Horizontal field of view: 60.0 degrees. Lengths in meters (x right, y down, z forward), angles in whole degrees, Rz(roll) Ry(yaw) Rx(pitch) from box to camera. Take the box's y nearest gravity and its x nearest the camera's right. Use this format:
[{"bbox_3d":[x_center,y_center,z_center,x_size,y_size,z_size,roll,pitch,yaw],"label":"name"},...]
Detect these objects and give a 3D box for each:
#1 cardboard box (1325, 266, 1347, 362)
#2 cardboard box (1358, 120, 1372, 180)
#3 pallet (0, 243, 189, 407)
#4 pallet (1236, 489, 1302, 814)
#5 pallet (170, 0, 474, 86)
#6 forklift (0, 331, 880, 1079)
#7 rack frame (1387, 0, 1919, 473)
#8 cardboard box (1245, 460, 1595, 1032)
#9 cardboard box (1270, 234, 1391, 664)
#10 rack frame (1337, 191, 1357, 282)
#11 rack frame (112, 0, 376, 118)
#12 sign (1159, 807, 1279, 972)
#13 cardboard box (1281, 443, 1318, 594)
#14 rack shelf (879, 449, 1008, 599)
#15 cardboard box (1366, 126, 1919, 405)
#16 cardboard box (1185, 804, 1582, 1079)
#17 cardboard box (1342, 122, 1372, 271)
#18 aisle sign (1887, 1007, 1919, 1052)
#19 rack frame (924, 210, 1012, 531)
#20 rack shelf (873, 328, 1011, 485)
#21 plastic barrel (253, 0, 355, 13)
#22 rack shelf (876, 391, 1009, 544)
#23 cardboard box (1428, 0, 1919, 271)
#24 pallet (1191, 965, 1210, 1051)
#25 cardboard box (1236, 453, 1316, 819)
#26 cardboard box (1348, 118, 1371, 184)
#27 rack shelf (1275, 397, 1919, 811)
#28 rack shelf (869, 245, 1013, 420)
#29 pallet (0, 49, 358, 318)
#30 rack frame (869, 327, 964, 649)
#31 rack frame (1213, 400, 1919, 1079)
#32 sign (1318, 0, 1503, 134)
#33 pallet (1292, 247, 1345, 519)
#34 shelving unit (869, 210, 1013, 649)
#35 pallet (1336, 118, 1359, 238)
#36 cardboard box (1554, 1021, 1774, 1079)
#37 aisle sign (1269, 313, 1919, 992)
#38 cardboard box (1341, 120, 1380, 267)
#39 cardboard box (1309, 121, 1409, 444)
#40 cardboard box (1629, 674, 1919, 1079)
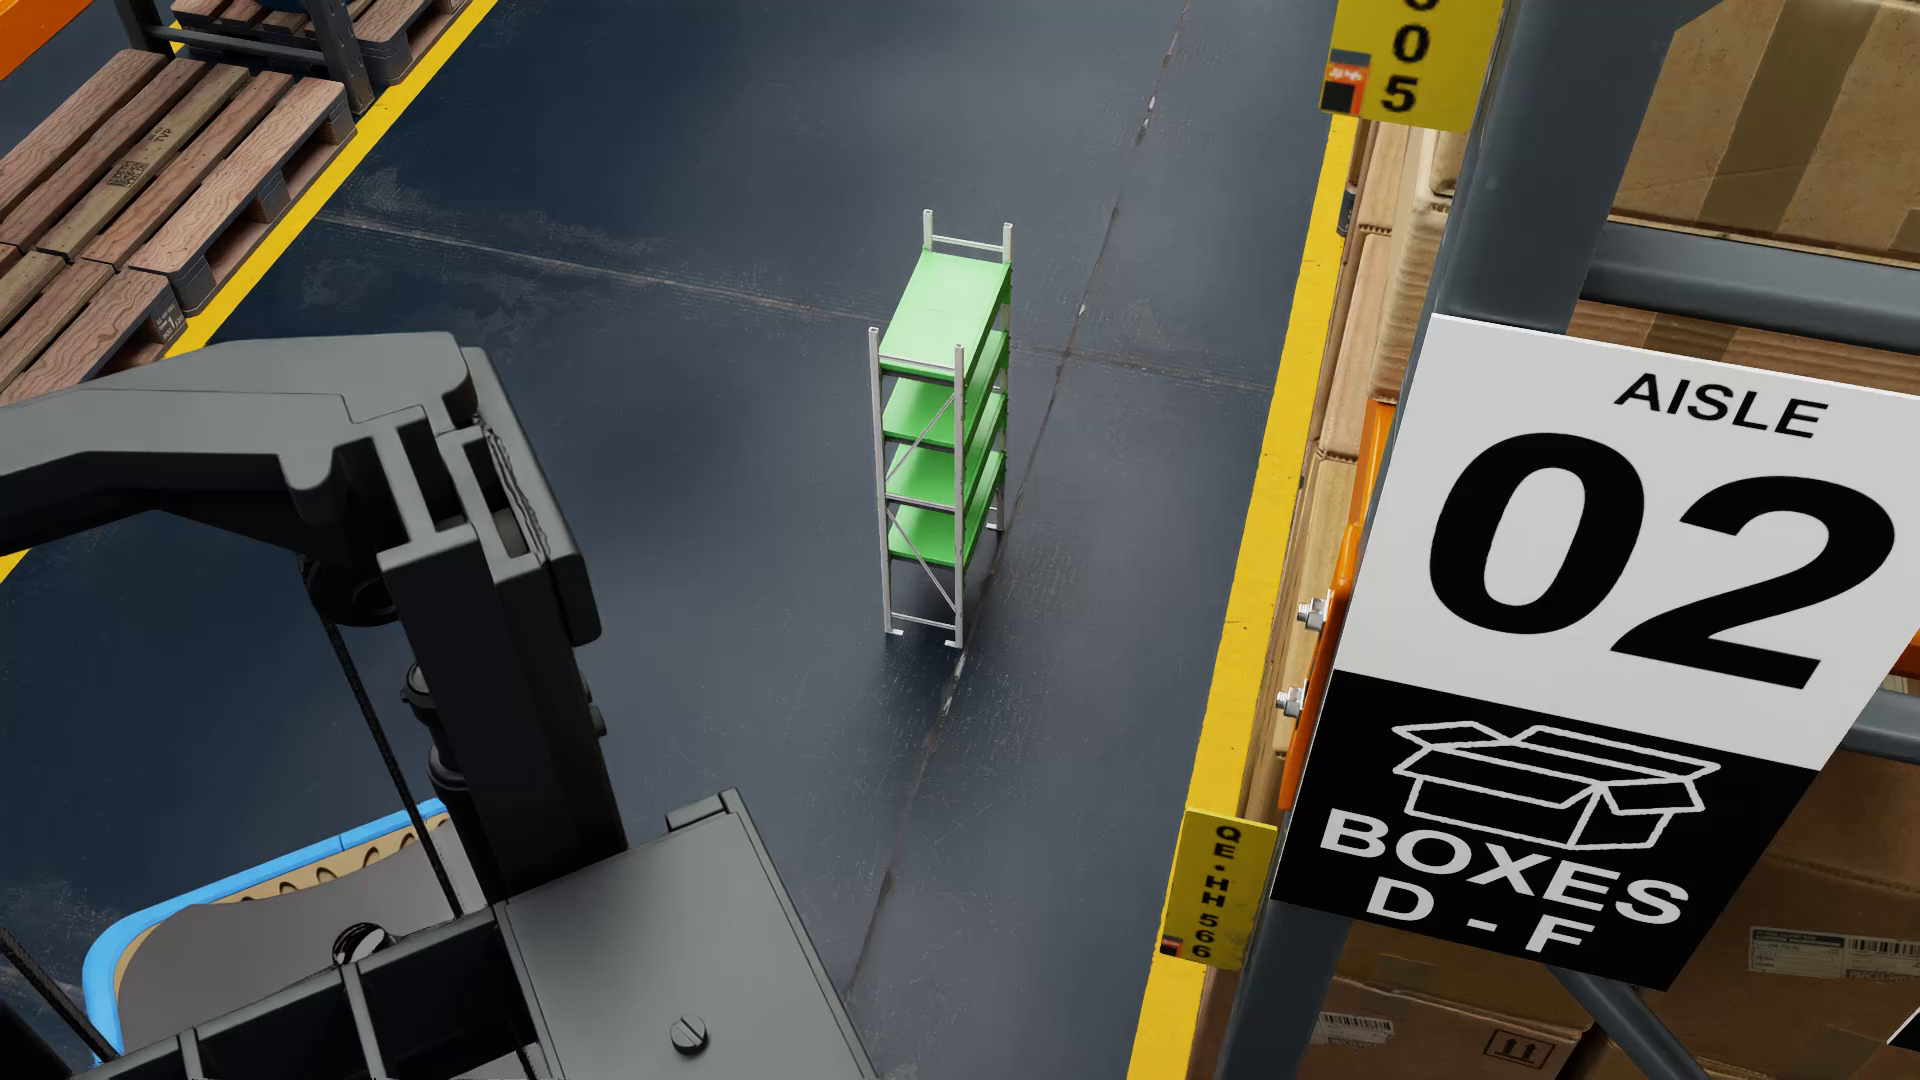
[{"bbox_3d":[1.080,-0.493,3.617,0.500,0.500,0.500,11,49,10],"label":"cardboard box"},{"bbox_3d":[1.347,-1.222,4.261,0.500,0.500,0.500,12,50,11],"label":"cardboard box"},{"bbox_3d":[-3.378,-0.508,5.557,1.003,0.211,1.213,12,50,10],"label":"pallet"},{"bbox_3d":[1.375,0.430,4.730,1.003,0.211,1.213,12,50,10],"label":"pallet"},{"bbox_3d":[-2.659,-2.482,7.300,1.003,0.211,1.213,12,50,10],"label":"pallet"},{"bbox_3d":[-0.576,1.317,2.133,1.130,2.935,3.031,-20,52,-17],"label":"forklift"},{"bbox_3d":[0.823,-0.967,0.101,1.000,3.000,0.127,12,50,10],"label":"rack frame"},{"bbox_3d":[0.674,0.278,2.270,0.500,0.500,0.500,11,50,10],"label":"cardboard box"},{"bbox_3d":[0.807,-0.087,2.593,0.500,0.500,0.500,13,50,11],"label":"cardboard box"},{"bbox_3d":[1.875,-1.875,4.904,1.000,3.000,0.127,12,50,10],"label":"rack frame"},{"bbox_3d":[-2.902,-2.855,5.769,1.000,3.000,0.127,12,50,10],"label":"rack frame"},{"bbox_3d":[0.292,0.407,1.907,0.100,0.325,0.005,12,50,10],"label":"sign"},{"bbox_3d":[0.948,-0.128,3.296,0.500,0.500,0.500,12,50,10],"label":"cardboard box"},{"bbox_3d":[-0.044,-0.076,4.922,0.258,0.148,0.480,12,50,10],"label":"rack shelf"},{"bbox_3d":[0.703,-0.348,1.656,0.500,0.250,0.500,12,50,10],"label":"cardboard box"},{"bbox_3d":[0.678,0.608,2.646,0.500,0.500,0.500,13,50,11],"label":"cardboard box"},{"bbox_3d":[1.213,-0.861,3.942,0.500,0.500,0.500,11,50,10],"label":"cardboard box"},{"bbox_3d":[1.088,0.265,1.281,0.394,0.787,0.004,12,50,10],"label":"aisle sign"},{"bbox_3d":[0.021,-0.454,4.850,0.240,1.200,0.015,12,50,10],"label":"rack frame"},{"bbox_3d":[-0.044,-0.394,4.562,0.258,0.148,0.480,12,50,10],"label":"rack shelf"},{"bbox_3d":[-2.743,-2.690,6.743,0.600,0.901,0.708,12,50,10],"label":"plastic barrel"},{"bbox_3d":[-0.044,-0.235,4.742,0.258,0.148,0.480,12,50,10],"label":"rack shelf"},{"bbox_3d":[0.712,-0.512,1.467,0.500,0.250,0.500,12,50,10],"label":"cardboard box"},{"bbox_3d":[1.052,1.309,3.954,1.003,0.211,1.213,12,50,10],"label":"pallet"},{"bbox_3d":[0.811,0.232,2.978,0.500,0.500,0.500,12,50,10],"label":"cardboard box"},{"bbox_3d":[1.729,-1.607,6.041,0.500,0.500,0.500,11,50,10],"label":"cardboard box"},{"bbox_3d":[1.349,-1.183,2.772,1.077,0.370,4.000,12,50,10],"label":"rack shelf"},{"bbox_3d":[-0.044,-0.553,4.383,0.258,0.148,0.480,12,50,10],"label":"rack shelf"},{"bbox_3d":[-3.058,-1.393,6.338,1.003,0.211,1.213,12,50,10],"label":"pallet"},{"bbox_3d":[-0.108,-0.101,4.539,0.240,1.200,0.015,12,50,10],"label":"rack frame"},{"bbox_3d":[0.823,1.018,2.351,1.000,3.000,0.127,12,50,10],"label":"rack frame"},{"bbox_3d":[0.292,-0.391,1.003,0.100,0.325,0.005,12,50,10],"label":"sign"},{"bbox_3d":[1.694,-0.456,5.511,1.003,0.211,1.213,12,50,10],"label":"pallet"},{"bbox_3d":[-0.044,-0.277,4.694,0.258,1.200,0.503,12,50,10],"label":"shelving unit"},{"bbox_3d":[2.053,-1.548,6.475,1.003,0.211,1.213,12,50,10],"label":"pallet"},{"bbox_3d":[1.194,0.716,2.550,0.500,0.500,0.500,13,50,11],"label":"cardboard box"},{"bbox_3d":[0.509,0.147,1.386,0.394,0.787,0.004,12,50,10],"label":"aisle sign"},{"bbox_3d":[1.074,-0.835,3.253,0.500,0.500,0.500,13,50,11],"label":"cardboard box"},{"bbox_3d":[0.939,-0.463,2.925,0.500,0.500,0.500,13,50,11],"label":"cardboard box"},{"bbox_3d":[1.194,0.385,2.176,0.500,0.500,0.500,13,50,11],"label":"cardboard box"}]
